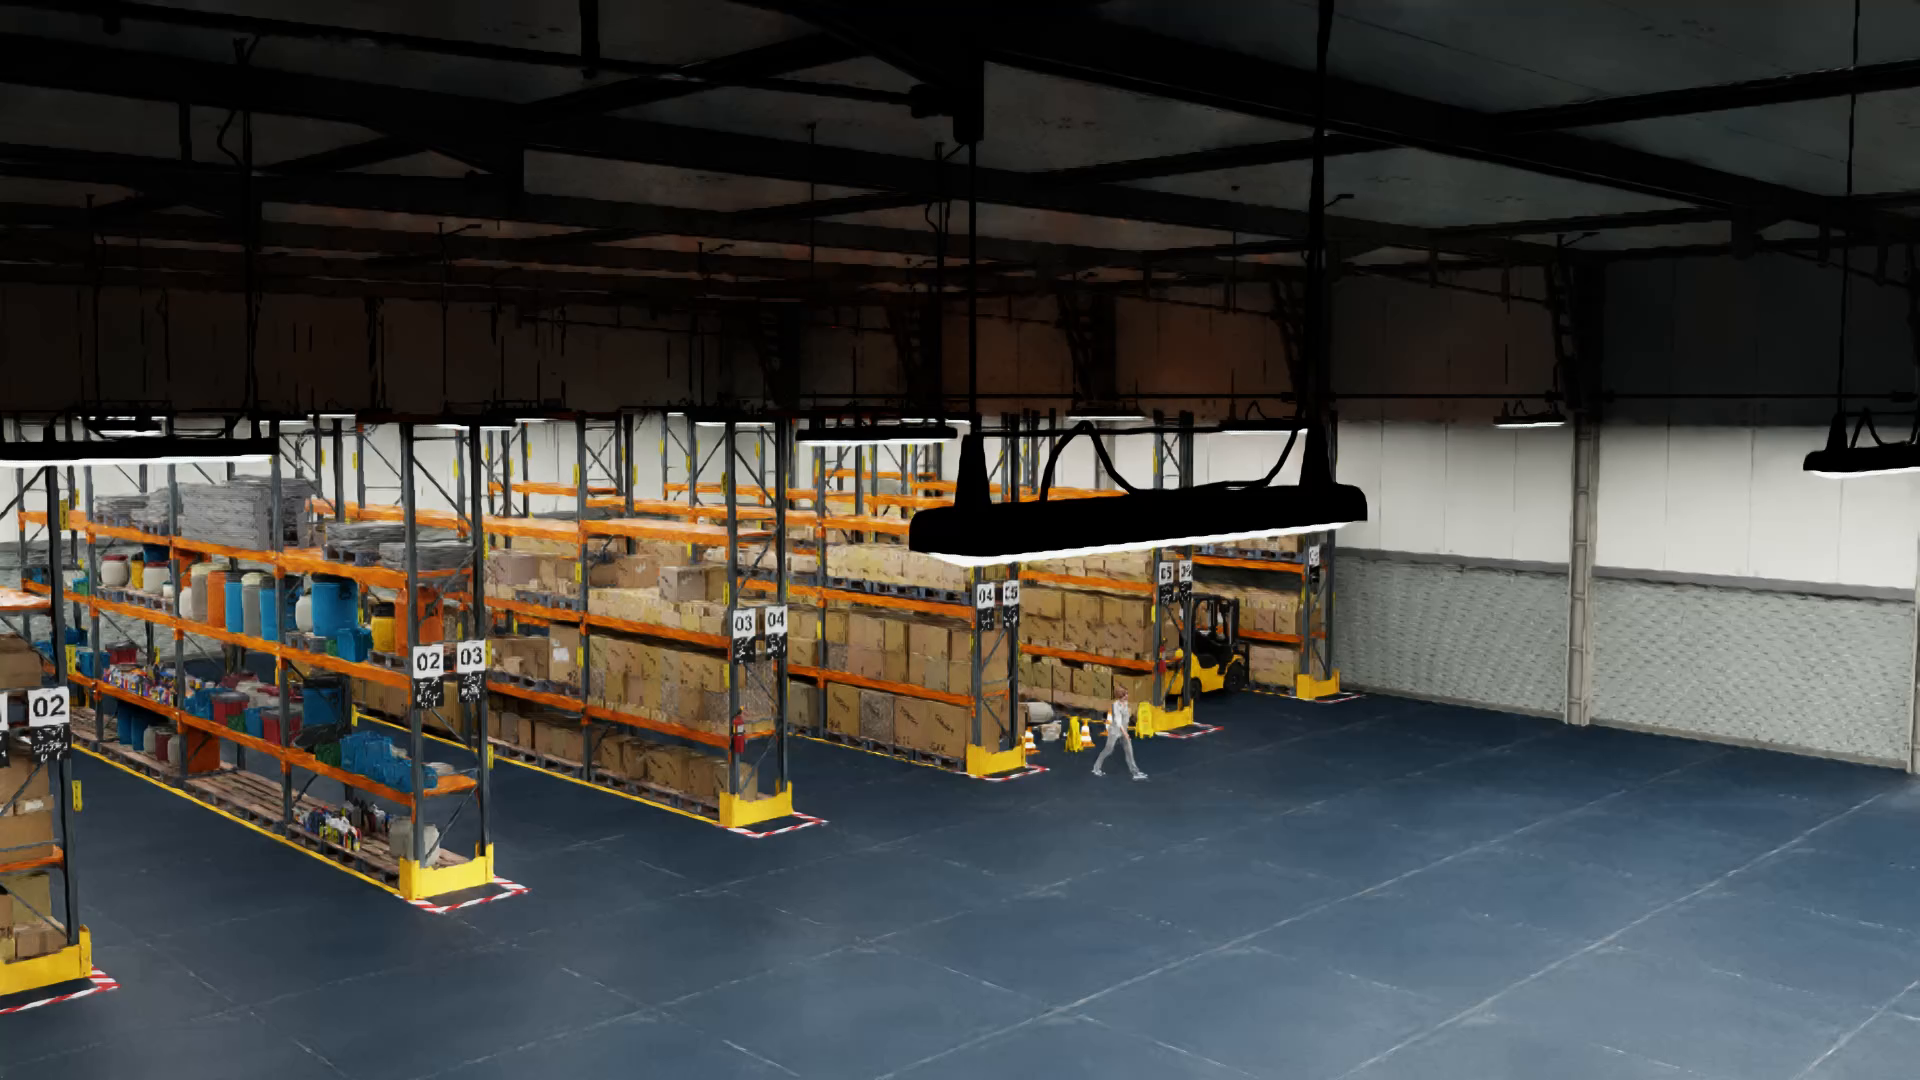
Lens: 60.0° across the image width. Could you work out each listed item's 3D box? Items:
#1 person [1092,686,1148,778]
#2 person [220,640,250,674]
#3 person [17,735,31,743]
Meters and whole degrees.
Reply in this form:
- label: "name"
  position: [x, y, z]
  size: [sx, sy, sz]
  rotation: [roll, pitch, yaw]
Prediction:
- label: "person"
  position: [2.623, 3.169, 27.448]
  size: [0.955, 1.533, 0.412]
  rotation: [4, 6, 37]
- label: "person"
  position: [-16.231, 2.245, 37.228]
  size: [0.634, 1.722, 1.045]
  rotation: [-2, 5, -24]
- label: "person"
  position: [-13.021, 3.406, 23.224]
  size: [0.653, 1.790, 0.522]
  rotation: [2, 5, 21]
